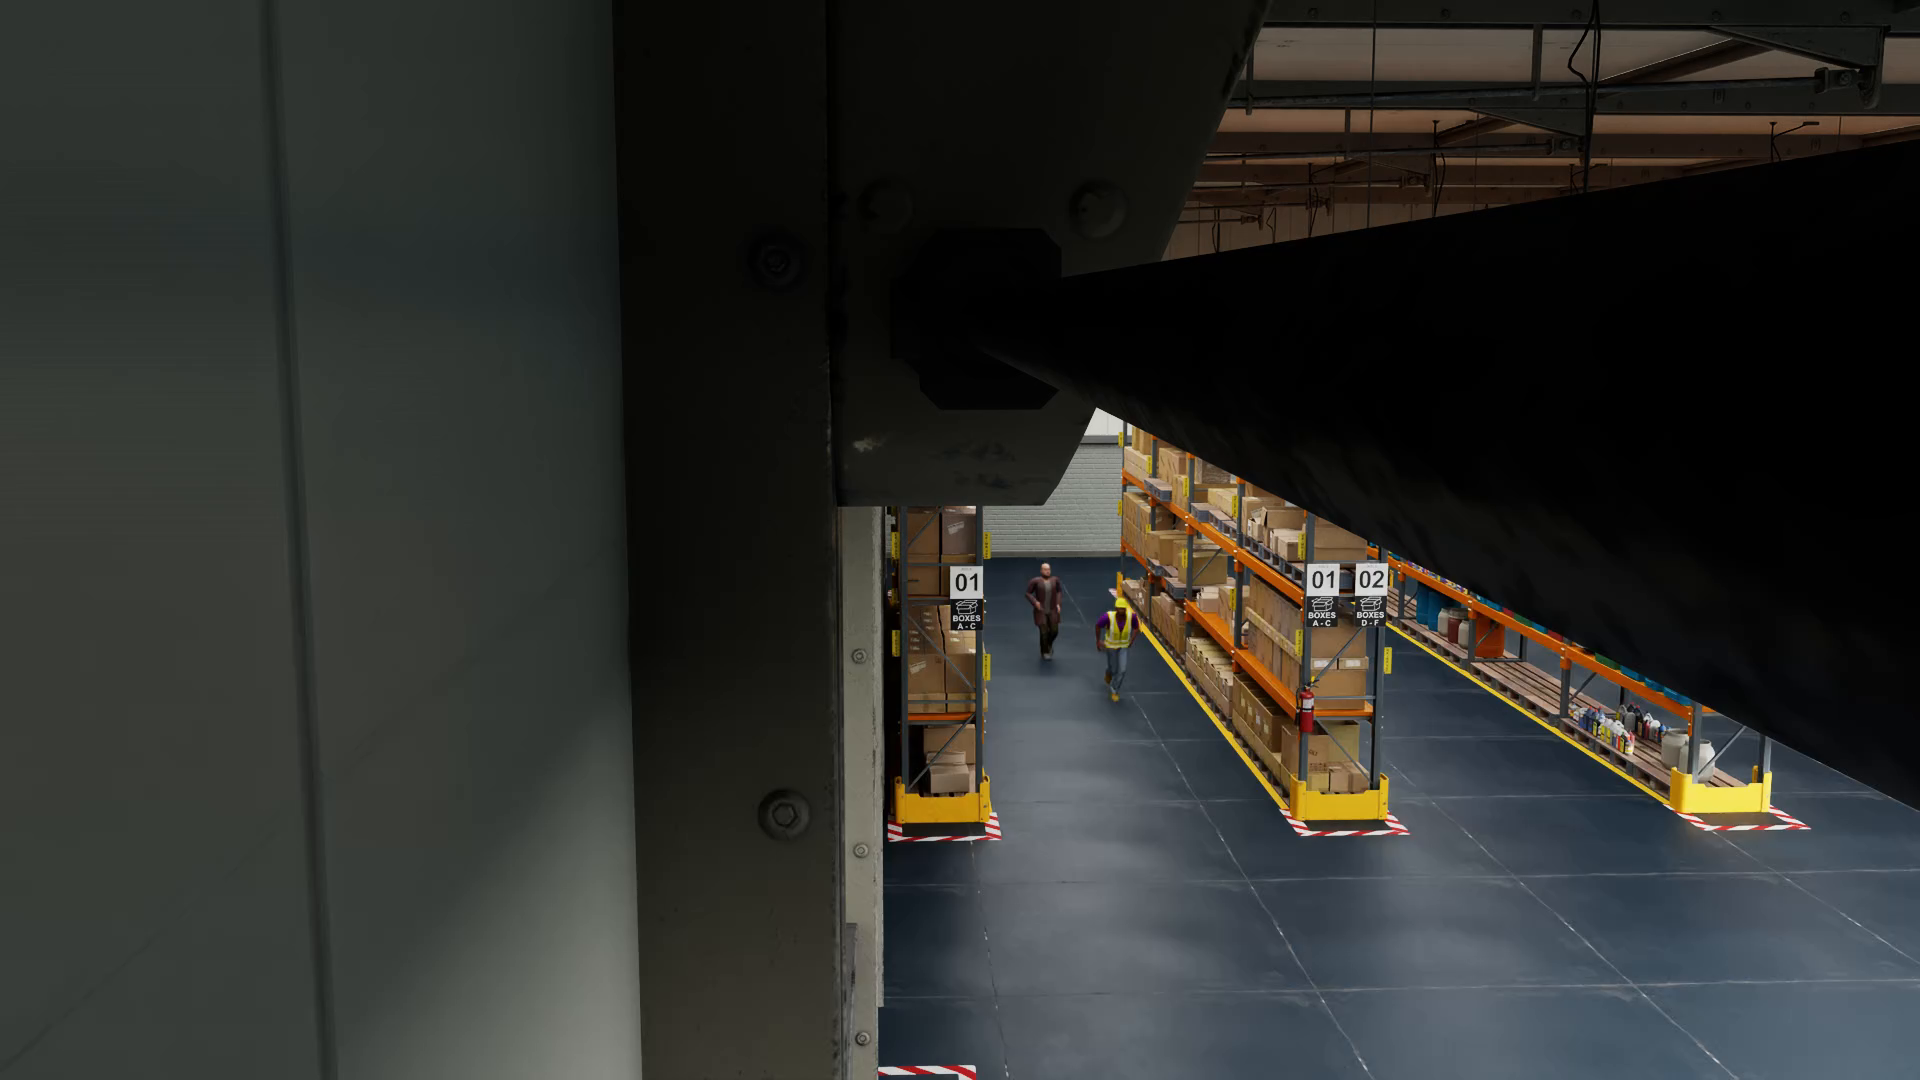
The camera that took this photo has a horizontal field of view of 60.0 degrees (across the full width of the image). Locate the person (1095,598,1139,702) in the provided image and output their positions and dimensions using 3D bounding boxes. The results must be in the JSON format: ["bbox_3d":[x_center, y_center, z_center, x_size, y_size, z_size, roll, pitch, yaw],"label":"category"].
[{"bbox_3d":[2.543,1.743,26.926,0.697,1.693,0.839,-2,8,-12],"label":"person"}]

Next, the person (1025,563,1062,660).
[{"bbox_3d":[1.524,1.280,29.874,0.715,1.738,0.633,-2,8,-11],"label":"person"}]

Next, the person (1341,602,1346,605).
[{"bbox_3d":[7.186,1.100,31.646,0.524,1.611,0.820,0,8,-2],"label":"person"}]
